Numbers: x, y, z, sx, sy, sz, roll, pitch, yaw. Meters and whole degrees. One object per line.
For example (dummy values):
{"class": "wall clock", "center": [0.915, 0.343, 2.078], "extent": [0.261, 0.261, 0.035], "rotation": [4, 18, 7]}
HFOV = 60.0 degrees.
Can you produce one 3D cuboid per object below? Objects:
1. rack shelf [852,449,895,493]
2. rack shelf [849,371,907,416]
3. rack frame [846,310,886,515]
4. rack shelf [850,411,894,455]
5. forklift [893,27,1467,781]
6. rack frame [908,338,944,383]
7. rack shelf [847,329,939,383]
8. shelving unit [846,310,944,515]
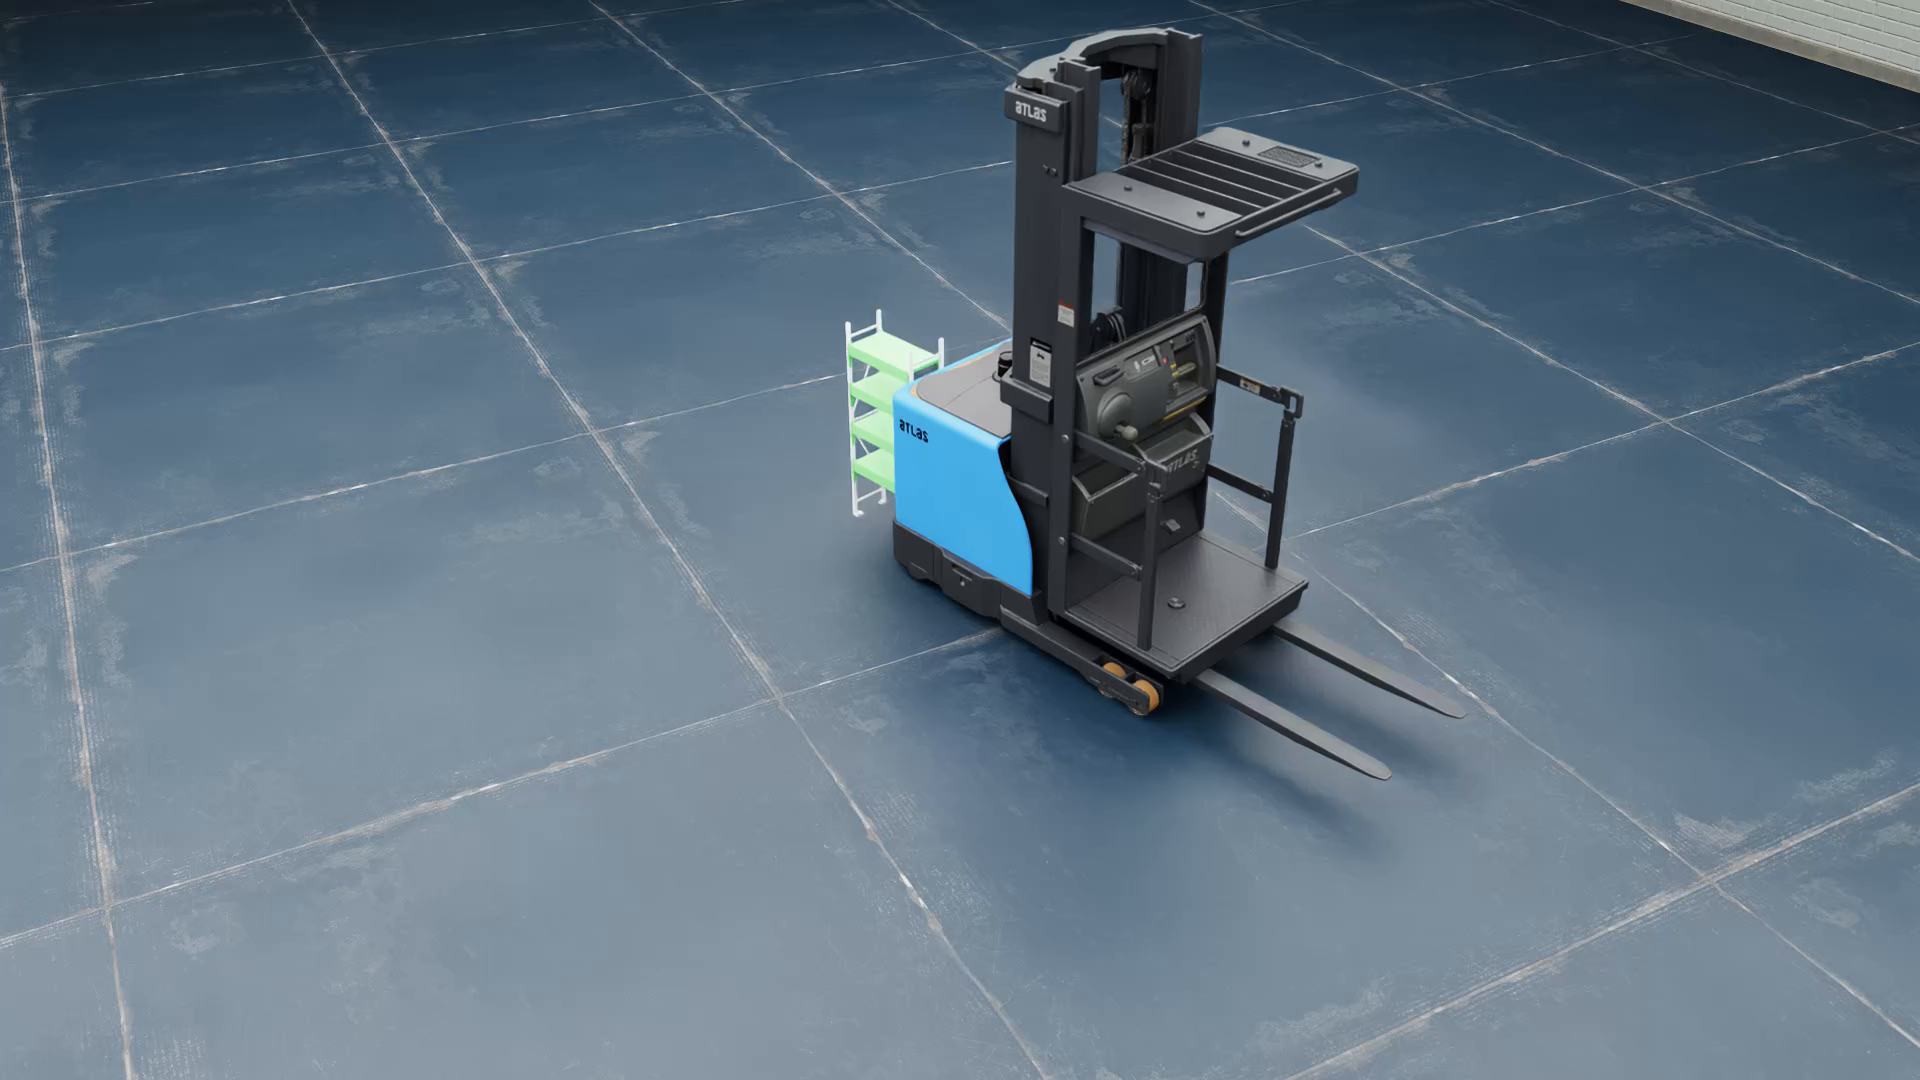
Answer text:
{"class": "rack shelf", "center": [-0.347, -0.343, 9.255], "extent": [0.258, 0.148, 0.480], "rotation": [-28, 42, -36]}
{"class": "rack shelf", "center": [-0.347, -0.747, 8.996], "extent": [0.258, 0.148, 0.480], "rotation": [-28, 42, -36]}
{"class": "rack frame", "center": [-0.518, -0.693, 9.237], "extent": [0.240, 1.200, 0.015], "rotation": [-28, 42, -36]}
{"class": "rack shelf", "center": [-0.347, -0.545, 9.125], "extent": [0.258, 0.148, 0.480], "rotation": [-28, 42, -36]}
{"class": "forklift", "center": [1.029, -0.711, 7.661], "extent": [1.130, 2.935, 3.031], "rotation": [-28, 42, -36]}
{"class": "rack frame", "center": [-0.177, -0.505, 8.944], "extent": [0.240, 1.200, 0.015], "rotation": [-28, 42, -36]}
{"class": "rack shelf", "center": [-0.347, -0.949, 8.866], "extent": [0.258, 0.148, 0.480], "rotation": [-28, 42, -36]}
{"class": "shelving unit", "center": [-0.347, -0.599, 9.091], "extent": [0.258, 1.200, 0.503], "rotation": [-28, 42, -36]}
